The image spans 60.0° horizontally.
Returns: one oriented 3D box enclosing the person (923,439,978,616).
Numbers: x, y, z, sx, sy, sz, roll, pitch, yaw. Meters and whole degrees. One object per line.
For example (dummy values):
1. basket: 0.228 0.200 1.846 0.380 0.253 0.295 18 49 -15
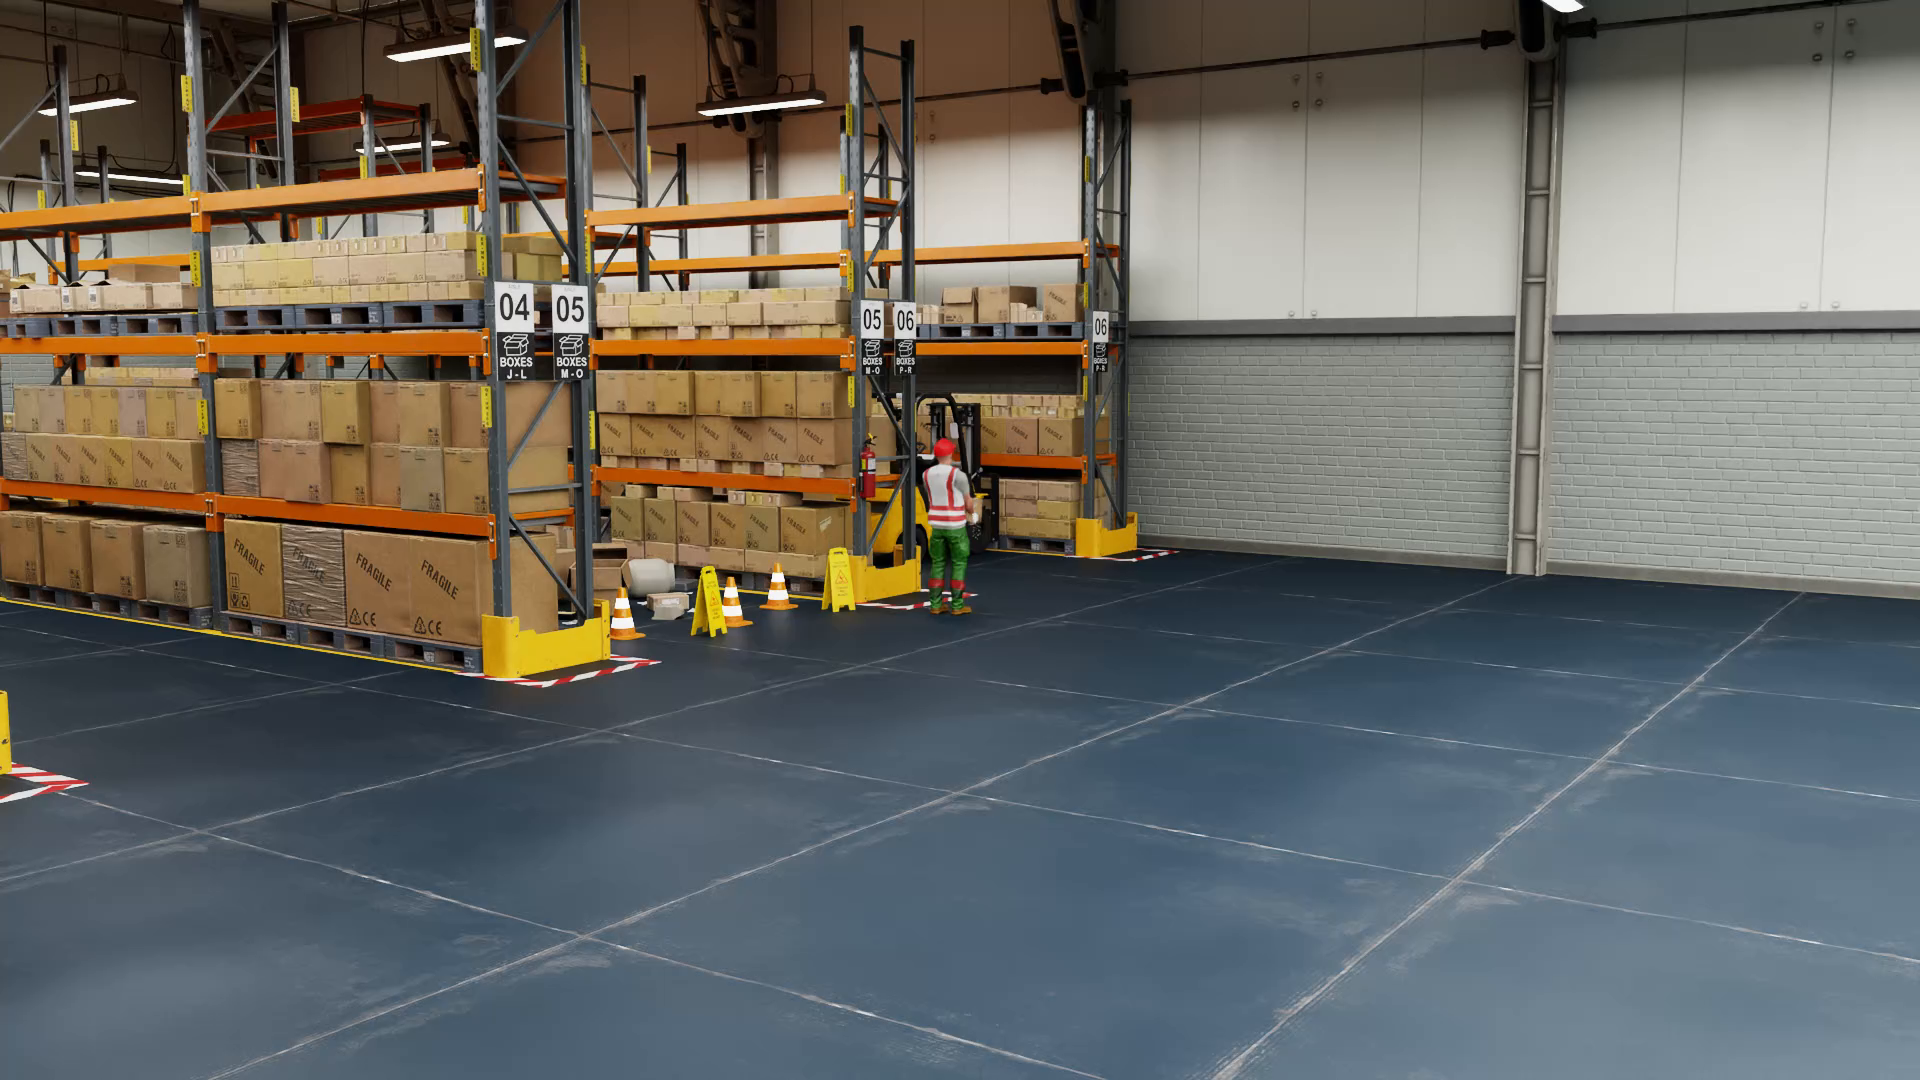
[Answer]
1. person: -0.080 -0.144 16.932 0.511 1.790 0.559 4 7 30
